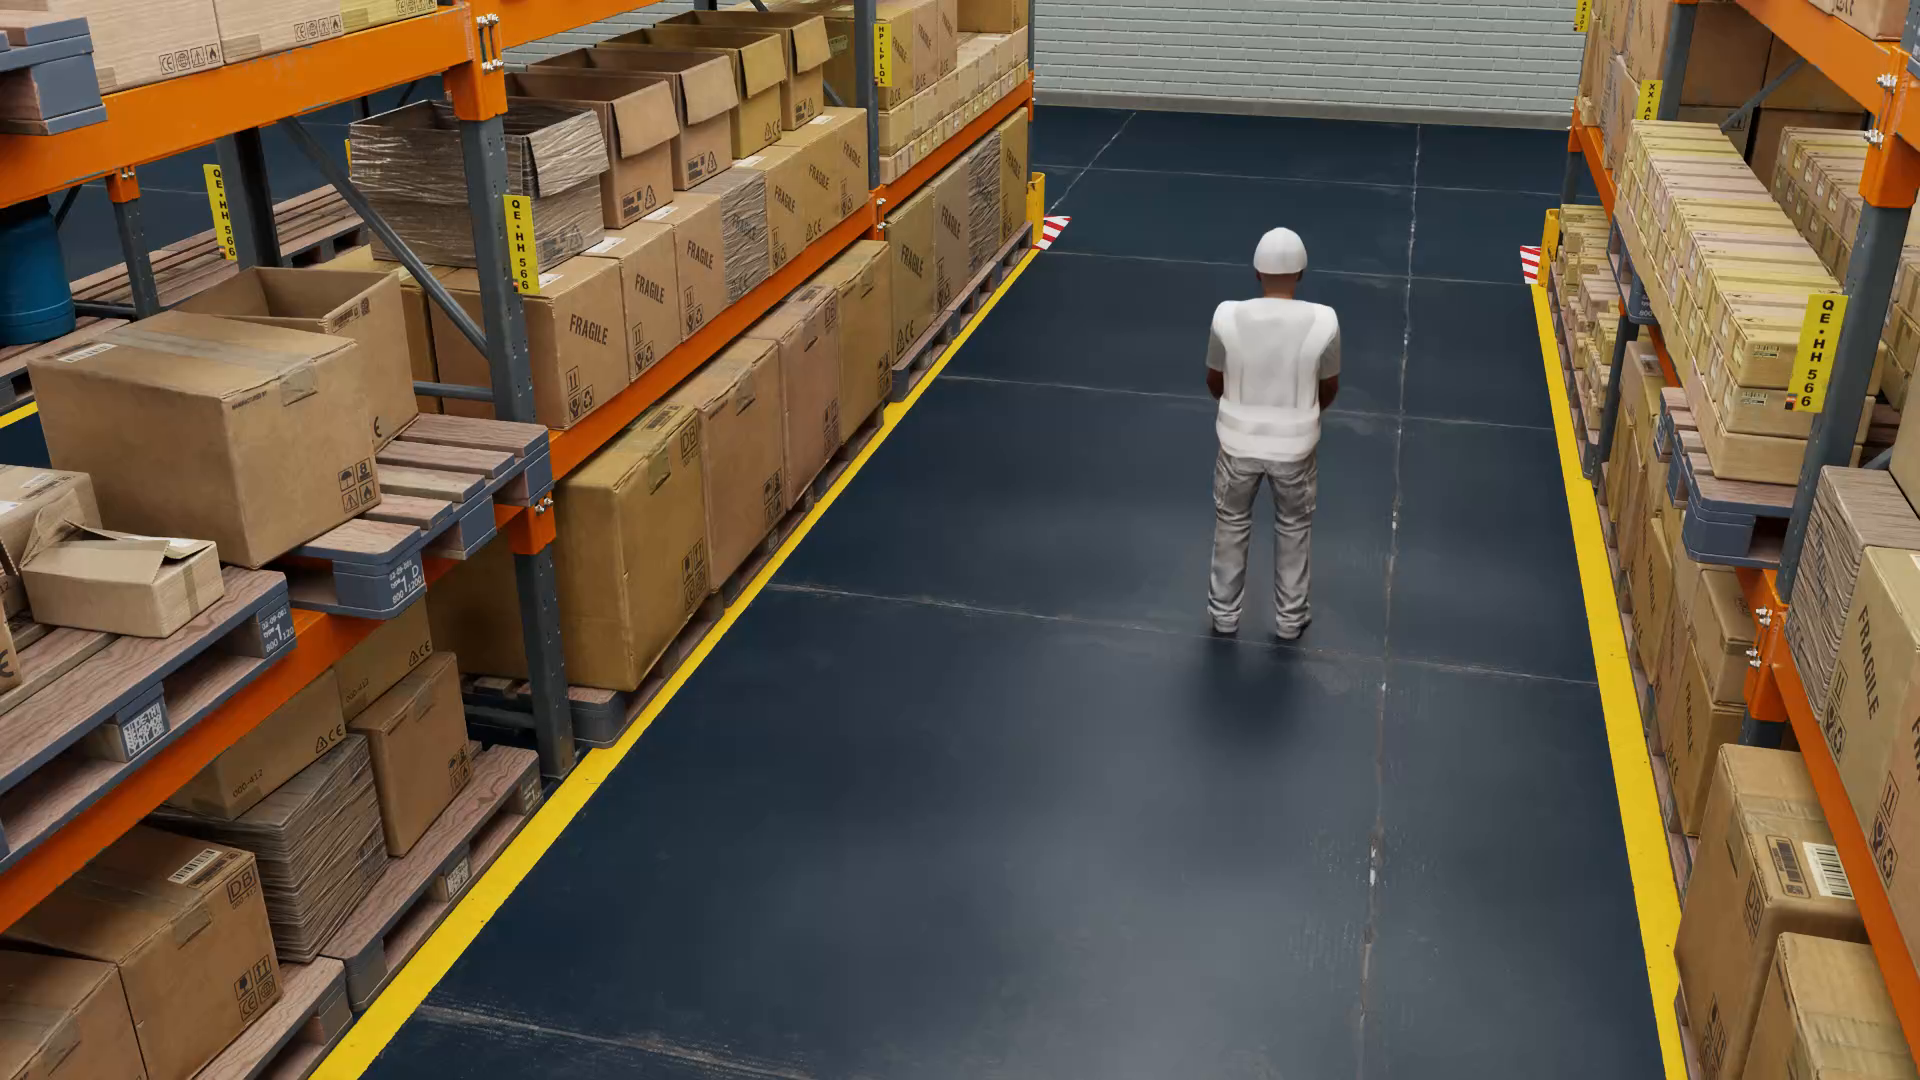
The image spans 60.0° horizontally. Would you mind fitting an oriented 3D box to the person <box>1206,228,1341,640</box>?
[{"bbox_3d":[1.302,-0.445,7.033,0.549,1.786,0.495,6,26,12],"label":"person"}]
